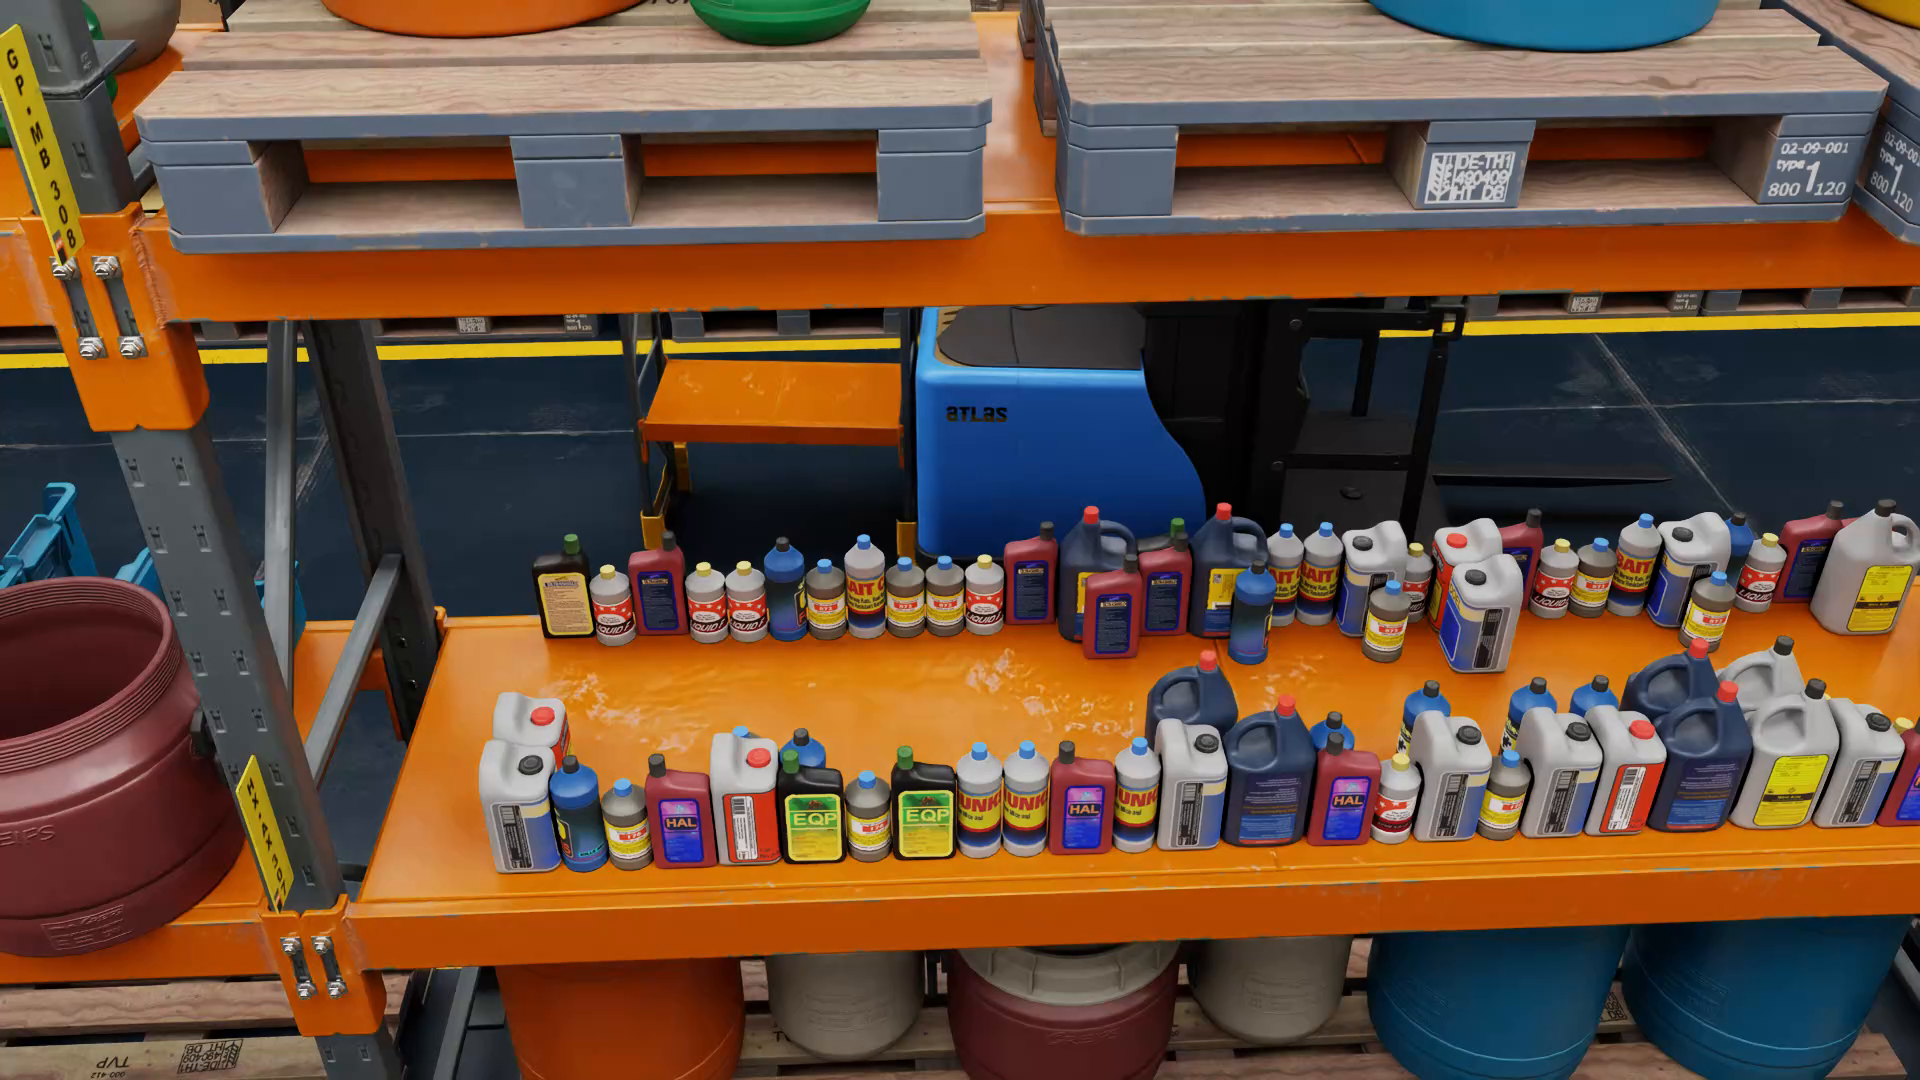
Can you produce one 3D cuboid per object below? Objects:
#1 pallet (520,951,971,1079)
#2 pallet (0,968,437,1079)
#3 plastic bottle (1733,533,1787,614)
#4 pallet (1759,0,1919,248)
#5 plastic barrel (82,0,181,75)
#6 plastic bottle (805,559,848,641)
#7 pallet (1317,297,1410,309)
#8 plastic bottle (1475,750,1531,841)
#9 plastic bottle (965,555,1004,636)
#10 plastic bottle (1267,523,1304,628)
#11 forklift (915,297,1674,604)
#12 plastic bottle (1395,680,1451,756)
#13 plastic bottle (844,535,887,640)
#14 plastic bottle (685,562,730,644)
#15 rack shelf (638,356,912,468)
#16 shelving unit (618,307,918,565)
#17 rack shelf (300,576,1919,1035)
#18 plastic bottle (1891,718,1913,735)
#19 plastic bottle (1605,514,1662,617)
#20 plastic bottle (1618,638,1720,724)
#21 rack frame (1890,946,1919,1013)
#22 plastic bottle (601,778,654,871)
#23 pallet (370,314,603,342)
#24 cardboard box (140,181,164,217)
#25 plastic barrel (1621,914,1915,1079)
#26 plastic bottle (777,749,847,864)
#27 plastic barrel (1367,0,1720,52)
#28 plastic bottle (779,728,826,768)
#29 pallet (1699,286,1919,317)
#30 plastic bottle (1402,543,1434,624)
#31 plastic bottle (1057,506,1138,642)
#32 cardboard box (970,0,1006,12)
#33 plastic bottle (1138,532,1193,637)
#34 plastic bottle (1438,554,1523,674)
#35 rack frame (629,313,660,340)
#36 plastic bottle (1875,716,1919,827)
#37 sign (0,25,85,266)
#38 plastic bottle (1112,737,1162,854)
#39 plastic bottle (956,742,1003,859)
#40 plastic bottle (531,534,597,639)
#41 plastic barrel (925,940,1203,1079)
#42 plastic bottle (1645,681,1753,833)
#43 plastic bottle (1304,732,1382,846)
[{"bbox_3d":[-0.565,1.419,4.515,1.213,0.211,1.003,-2,35,-2],"label":"pallet"},{"bbox_3d":[-2.127,1.462,4.451,1.213,0.211,1.003,-2,35,-2],"label":"pallet"},{"bbox_3d":[2.010,0.075,4.180,0.097,0.201,0.097,0,35,0],"label":"plastic bottle"},{"bbox_3d":[1.866,-0.870,2.901,1.003,0.211,1.213,-2,35,-2],"label":"pallet"},{"bbox_3d":[-1.676,-1.128,3.010,0.421,0.512,0.421,0,35,0],"label":"plastic barrel"},{"bbox_3d":[-0.329,0.138,4.089,0.097,0.201,0.097,0,35,0],"label":"plastic bottle"},{"bbox_3d":[1.603,-1.416,8.611,1.213,0.211,1.003,-2,35,-2],"label":"pallet"},{"bbox_3d":[1.149,0.531,3.521,0.097,0.201,0.097,0,35,0],"label":"plastic bottle"},{"bbox_3d":[0.060,0.128,4.104,0.097,0.201,0.097,0,35,0],"label":"plastic bottle"},{"bbox_3d":[0.793,0.079,4.112,0.097,0.271,0.097,0,35,0],"label":"plastic bottle"},{"bbox_3d":[1.362,-1.148,5.833,3.031,2.935,1.130,1,35,2],"label":"forklift"},{"bbox_3d":[1.007,0.419,3.621,0.097,0.271,0.097,0,35,0],"label":"plastic bottle"},{"bbox_3d":[-0.231,0.107,4.073,0.097,0.271,0.097,0,35,0],"label":"plastic bottle"},{"bbox_3d":[-0.620,0.146,4.077,0.097,0.201,0.097,0,35,0],"label":"plastic bottle"},{"bbox_3d":[-0.699,-0.505,6.478,1.000,0.185,0.538,1,35,2],"label":"rack shelf"},{"bbox_3d":[-0.690,-0.653,6.375,1.083,1.500,0.587,1,35,2],"label":"shelving unit"},{"bbox_3d":[0.647,0.559,3.939,4.000,0.370,1.077,-2,35,-2],"label":"rack shelf"},{"bbox_3d":[2.016,0.473,3.605,0.097,0.201,0.097,0,35,0],"label":"plastic bottle"},{"bbox_3d":[1.682,0.055,4.147,0.097,0.271,0.097,0,35,0],"label":"plastic bottle"},{"bbox_3d":[1.550,0.363,3.633,0.185,0.351,0.144,-2,35,-2],"label":"plastic bottle"},{"bbox_3d":[2.645,0.209,3.812,0.127,3.000,1.000,-2,35,-2],"label":"rack frame"},{"bbox_3d":[-0.689,0.581,3.450,0.097,0.201,0.097,0,35,0],"label":"plastic bottle"},{"bbox_3d":[-2.406,-1.352,8.518,1.213,0.211,1.003,-2,35,-2],"label":"pallet"},{"bbox_3d":[-3.617,-1.575,7.945,0.500,0.311,0.500,-1,35,-1],"label":"cardboard box"},{"bbox_3d":[2.100,0.904,4.282,0.708,0.901,0.600,-2,35,-2],"label":"plastic barrel"},{"bbox_3d":[-0.305,0.547,3.426,0.133,0.283,0.061,-2,35,-2],"label":"plastic bottle"},{"bbox_3d":[0.947,-1.270,2.504,0.708,0.901,0.600,-2,35,-2],"label":"plastic barrel"},{"bbox_3d":[-0.327,0.507,3.494,0.097,0.271,0.097,0,35,0],"label":"plastic bottle"},{"bbox_3d":[4.321,-1.512,8.750,1.213,0.211,1.003,-2,35,-2],"label":"pallet"},{"bbox_3d":[1.122,0.099,4.145,0.097,0.201,0.097,0,35,0],"label":"plastic bottle"},{"bbox_3d":[0.336,0.072,4.053,0.185,0.351,0.144,-2,35,-2],"label":"plastic bottle"},{"bbox_3d":[-0.035,-2.710,7.573,0.500,0.500,0.700,5,35,7],"label":"cardboard box"},{"bbox_3d":[0.495,0.107,4.062,0.133,0.283,0.061,-2,35,-2],"label":"plastic bottle"},{"bbox_3d":[1.246,0.168,3.981,0.135,0.276,0.152,-2,35,-2],"label":"plastic bottle"},{"bbox_3d":[-1.582,-2.499,7.725,0.127,3.000,1.000,-2,35,-2],"label":"rack frame"},{"bbox_3d":[2.037,0.484,3.518,0.133,0.283,0.061,-2,35,-2],"label":"plastic bottle"},{"bbox_3d":[-1.318,-0.561,2.381,0.005,0.325,0.100,-2,35,-2],"label":"sign"},{"bbox_3d":[0.367,0.523,3.471,0.097,0.271,0.097,0,35,0],"label":"plastic bottle"},{"bbox_3d":[0.040,0.532,3.458,0.097,0.271,0.097,0,35,0],"label":"plastic bottle"},{"bbox_3d":[-0.967,0.112,4.055,0.133,0.283,0.061,-2,35,-2],"label":"plastic bottle"},{"bbox_3d":[0.265,1.083,4.300,0.708,0.588,0.600,-2,35,-2],"label":"plastic barrel"},{"bbox_3d":[1.557,0.445,3.514,0.185,0.351,0.144,-2,35,-2],"label":"plastic bottle"},{"bbox_3d":[0.803,0.517,3.470,0.133,0.283,0.061,-2,35,-2],"label":"plastic bottle"}]
